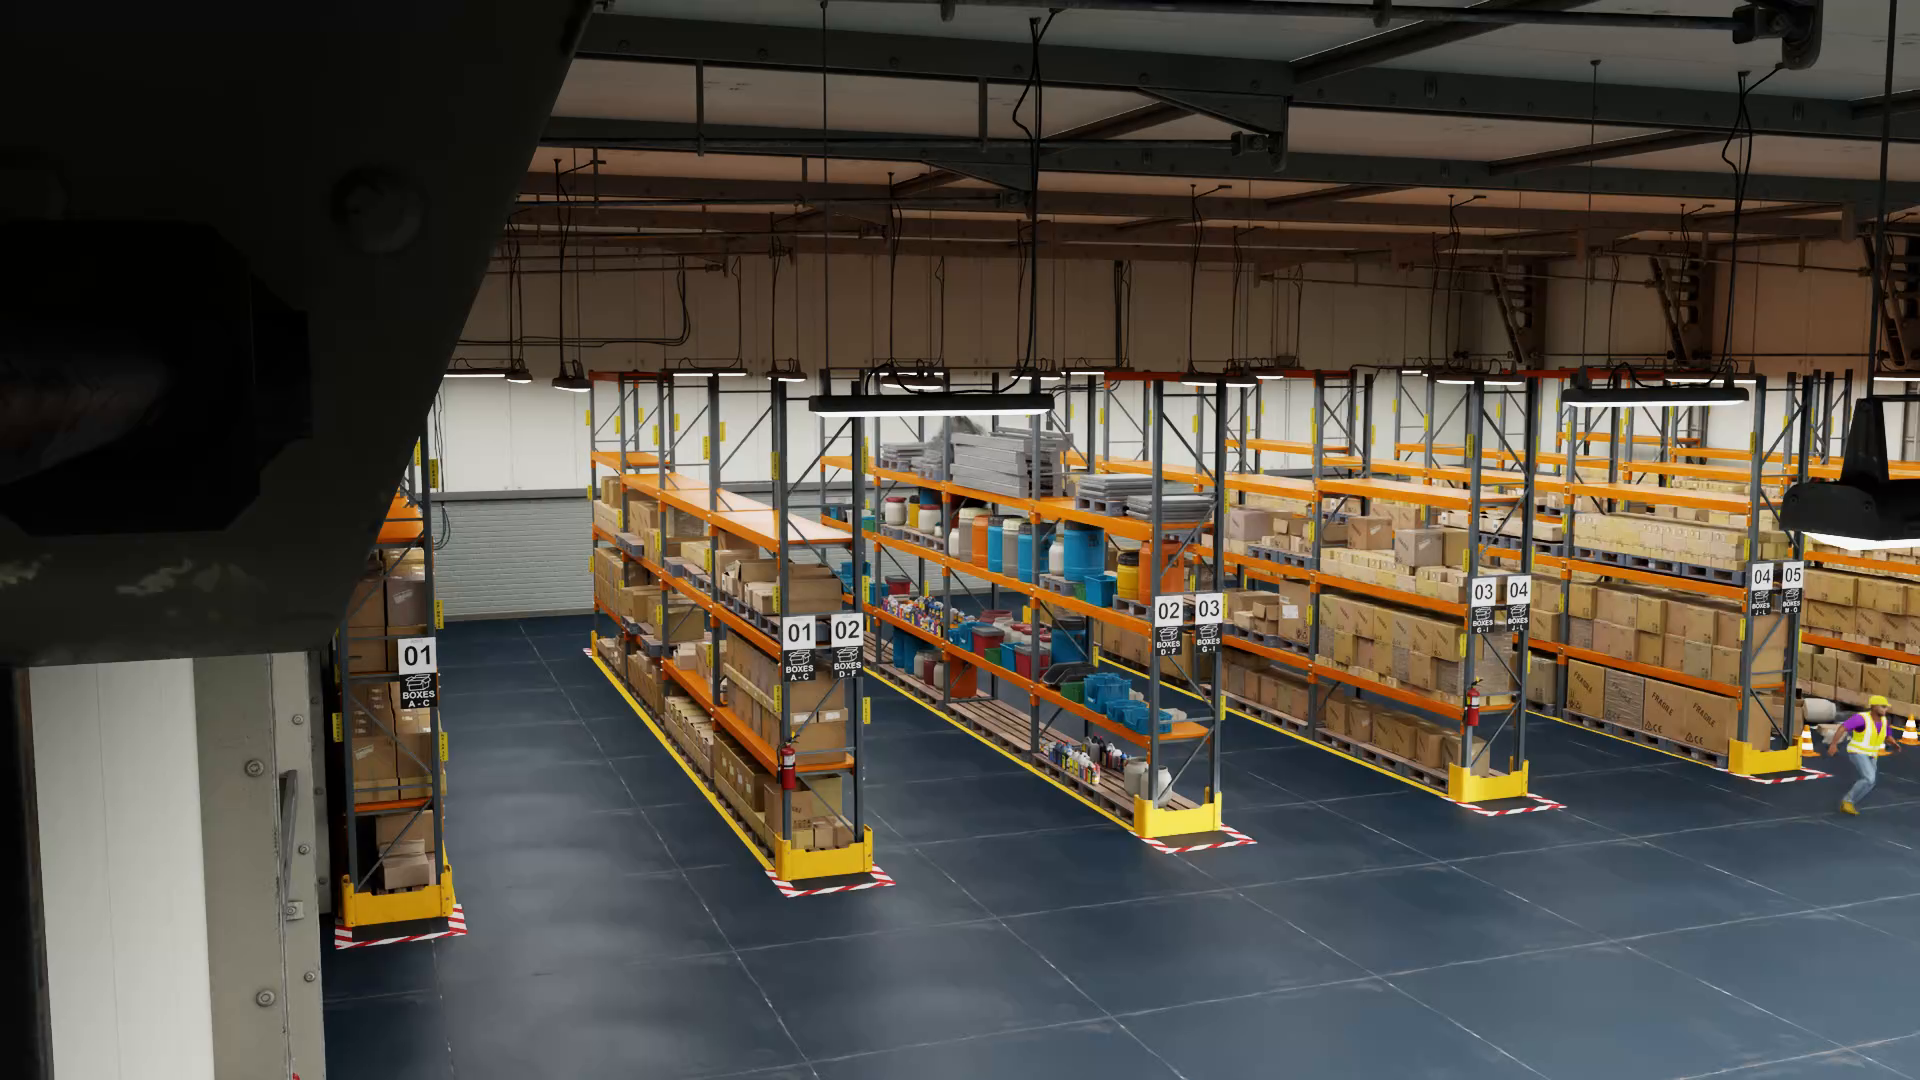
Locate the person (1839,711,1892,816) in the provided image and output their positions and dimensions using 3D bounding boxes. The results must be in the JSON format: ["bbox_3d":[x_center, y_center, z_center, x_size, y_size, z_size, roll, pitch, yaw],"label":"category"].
[{"bbox_3d":[12.500,3.084,22.934,0.828,1.452,0.516,-4,7,-29],"label":"person"}]
